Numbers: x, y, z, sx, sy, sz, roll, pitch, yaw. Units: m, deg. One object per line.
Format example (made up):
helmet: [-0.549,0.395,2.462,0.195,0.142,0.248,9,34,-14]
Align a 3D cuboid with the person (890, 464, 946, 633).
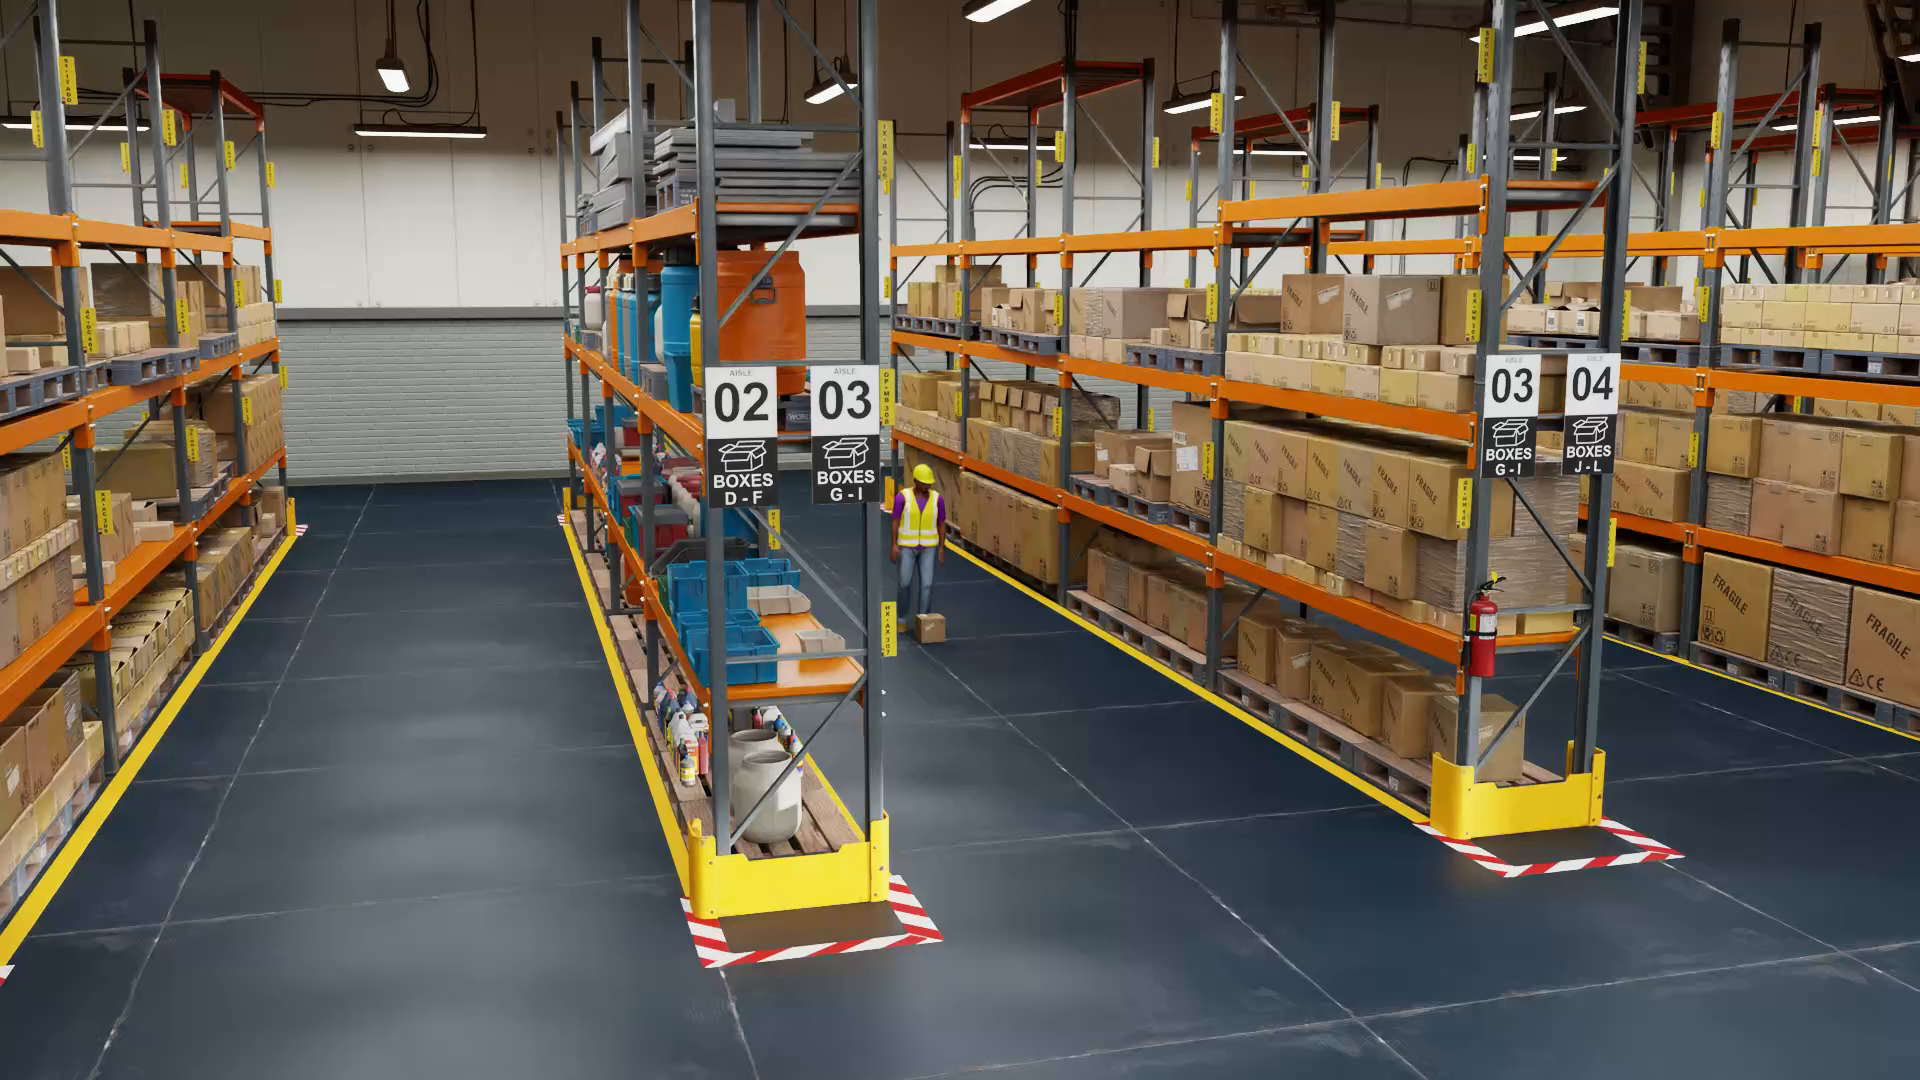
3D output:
person: [-0.415,0.134,17.245,0.599,1.842,0.522,-2,9,-10]
